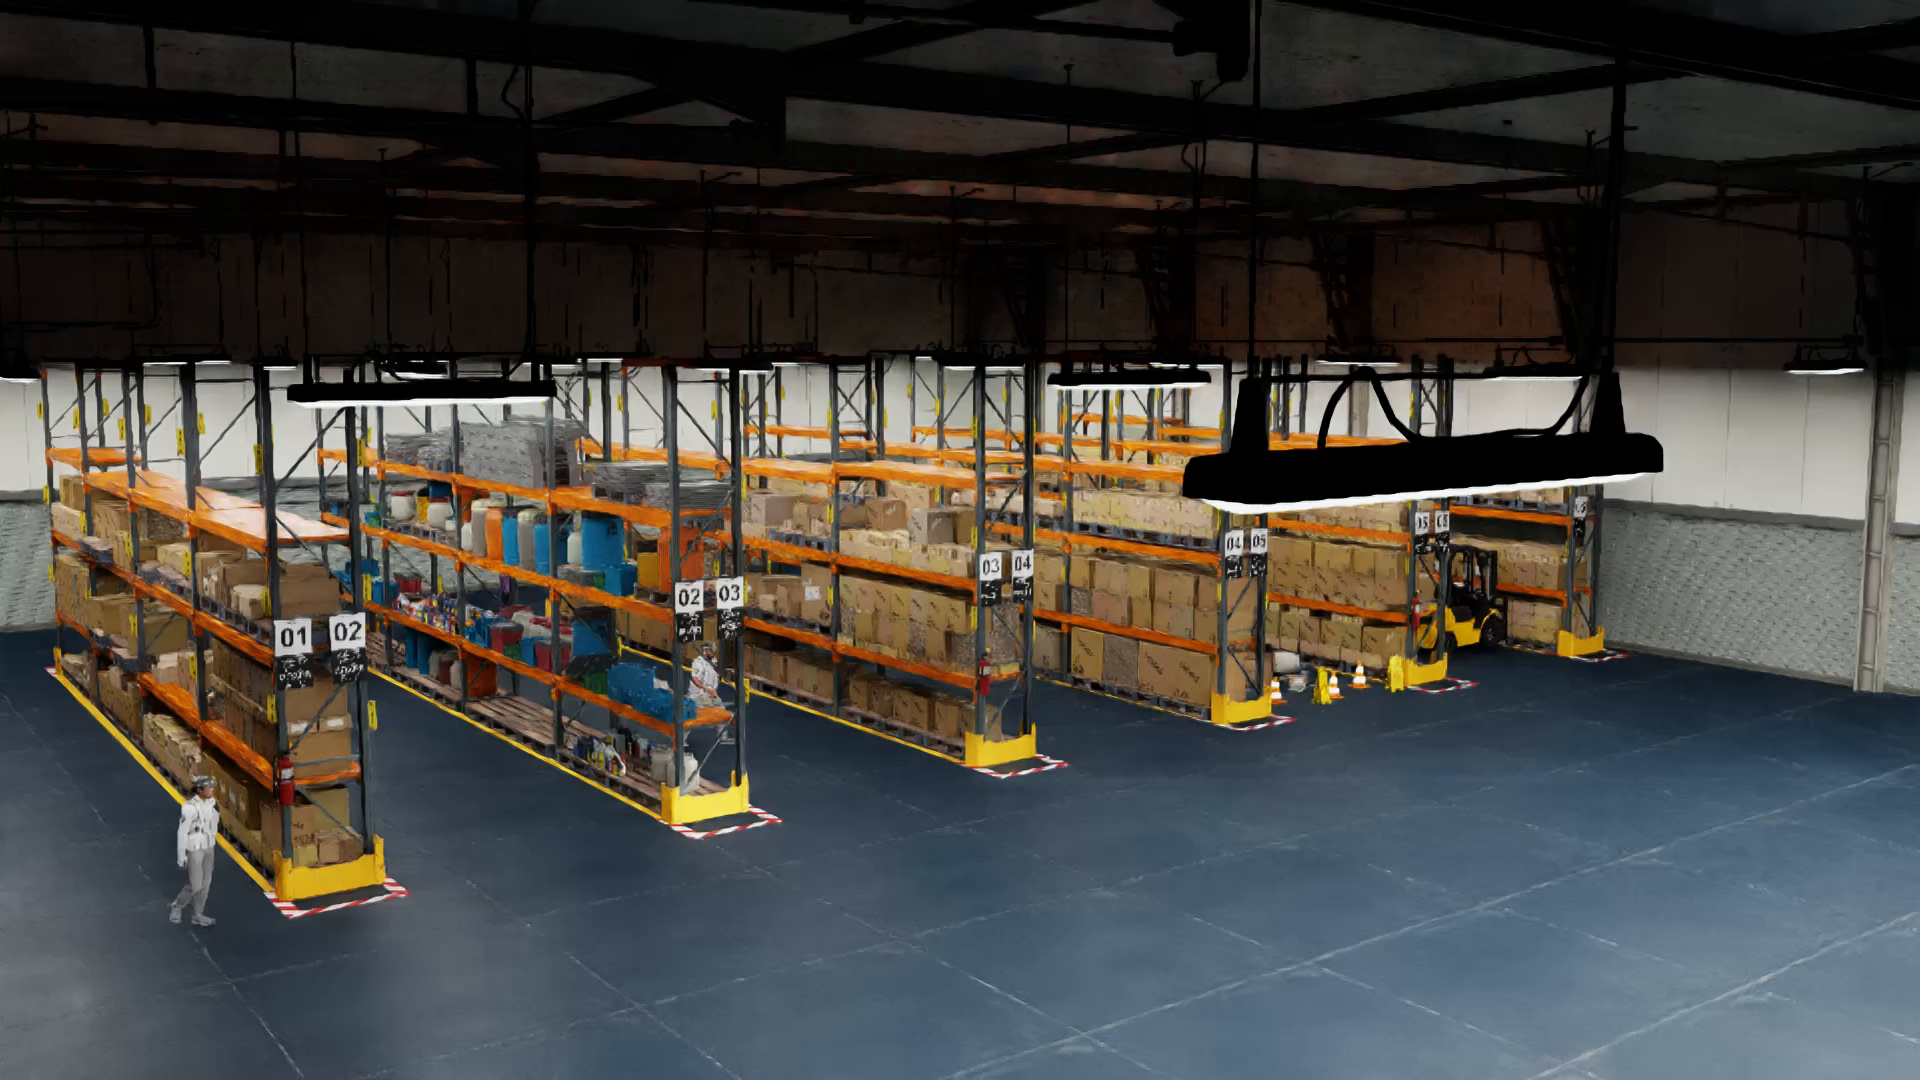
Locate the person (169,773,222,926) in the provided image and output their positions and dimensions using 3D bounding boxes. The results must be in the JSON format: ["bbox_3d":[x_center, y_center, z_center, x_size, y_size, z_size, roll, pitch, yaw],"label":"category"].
[{"bbox_3d":[-8.299,3.350,18.022,0.515,1.670,0.537,2,7,17],"label":"person"}]

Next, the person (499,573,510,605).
[{"bbox_3d":[-9.958,1.136,36.725,0.535,1.593,0.492,6,9,41],"label":"person"}]

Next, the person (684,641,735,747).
[{"bbox_3d":[-3.982,2.377,25.923,0.843,1.695,0.706,5,8,36],"label":"person"}]
